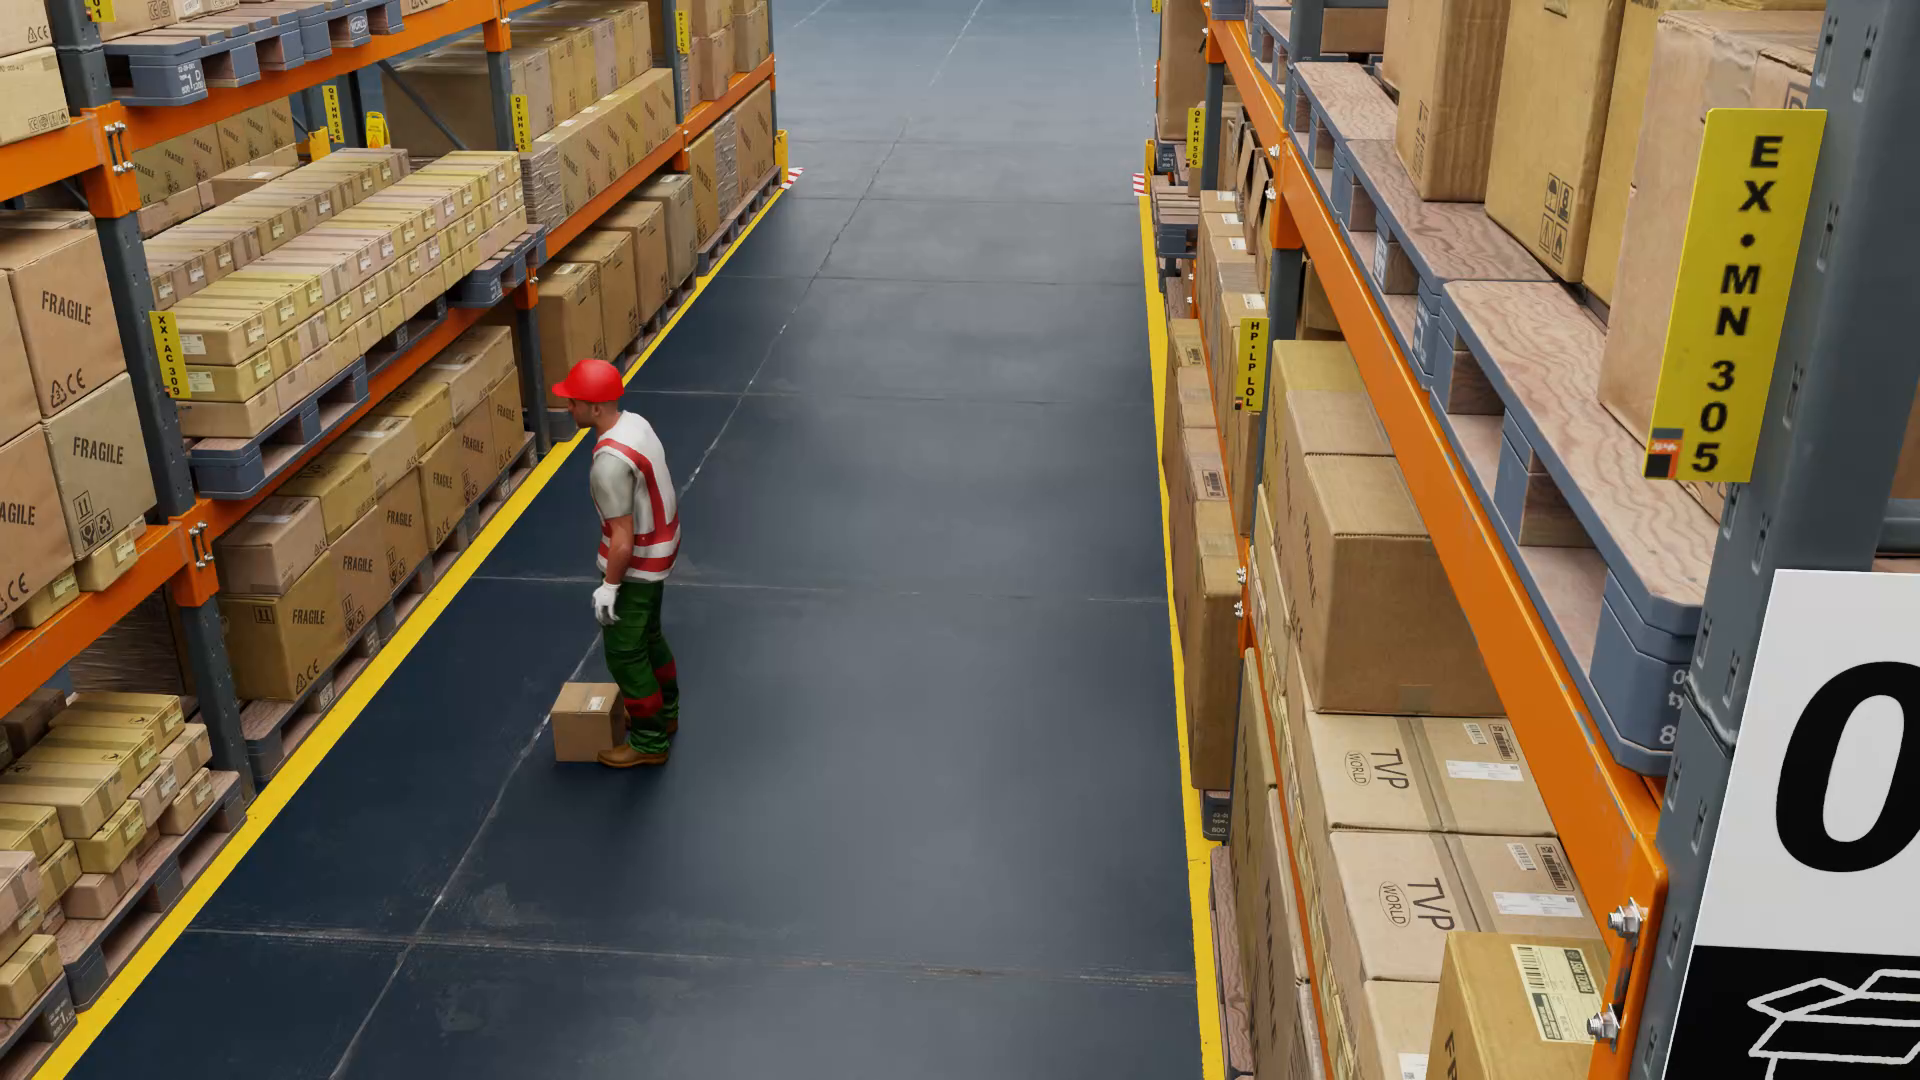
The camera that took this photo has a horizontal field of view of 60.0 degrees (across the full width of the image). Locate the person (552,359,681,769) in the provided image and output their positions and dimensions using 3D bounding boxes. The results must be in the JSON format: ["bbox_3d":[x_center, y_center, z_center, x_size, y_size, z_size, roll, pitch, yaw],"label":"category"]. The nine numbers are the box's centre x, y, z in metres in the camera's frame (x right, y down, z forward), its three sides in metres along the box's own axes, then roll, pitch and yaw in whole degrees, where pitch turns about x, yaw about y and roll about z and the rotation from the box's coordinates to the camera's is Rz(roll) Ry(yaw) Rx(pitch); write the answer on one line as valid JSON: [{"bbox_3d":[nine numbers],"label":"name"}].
[{"bbox_3d":[-1.378,0.101,6.860,0.445,1.781,0.621,1,24,1],"label":"person"}]
